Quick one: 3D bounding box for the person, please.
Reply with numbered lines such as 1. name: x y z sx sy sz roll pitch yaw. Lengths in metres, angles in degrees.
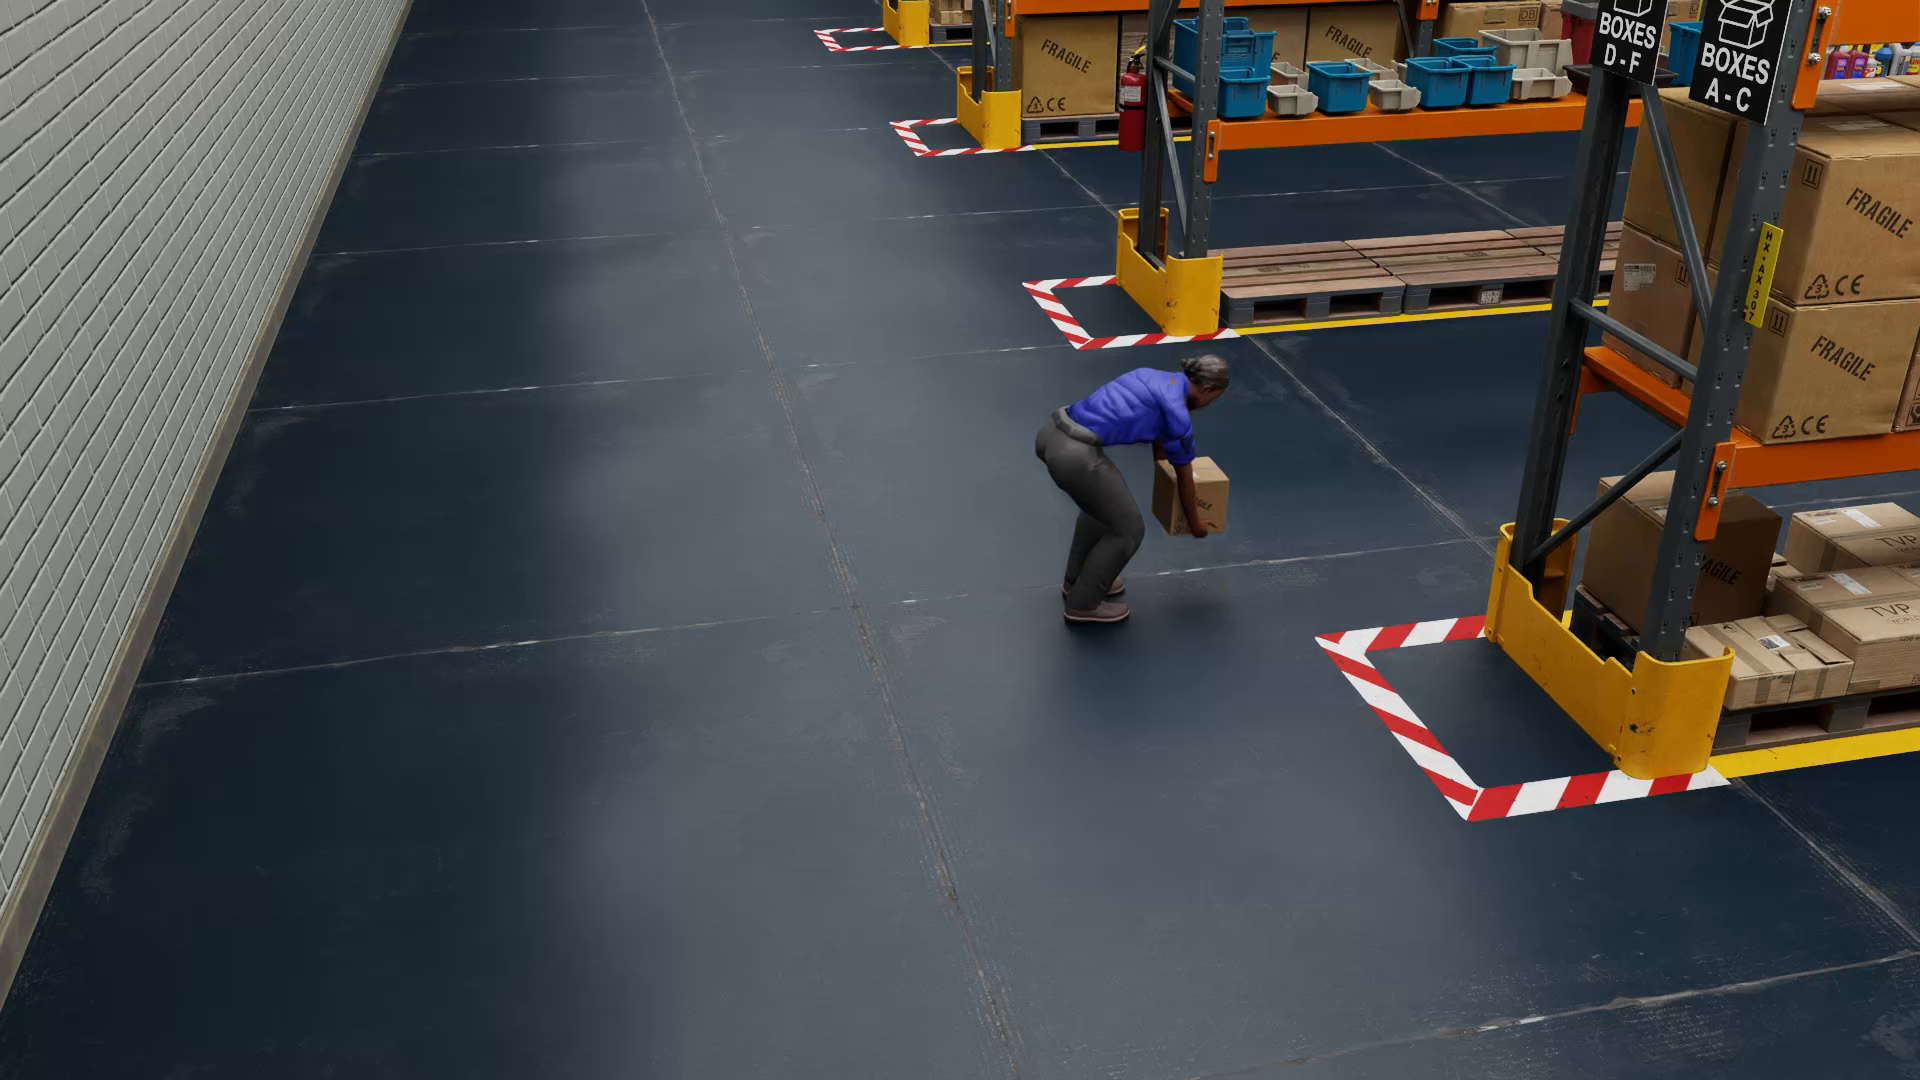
1. person: 0.741 -0.228 7.165 0.846 1.125 0.434 -7 28 -14
